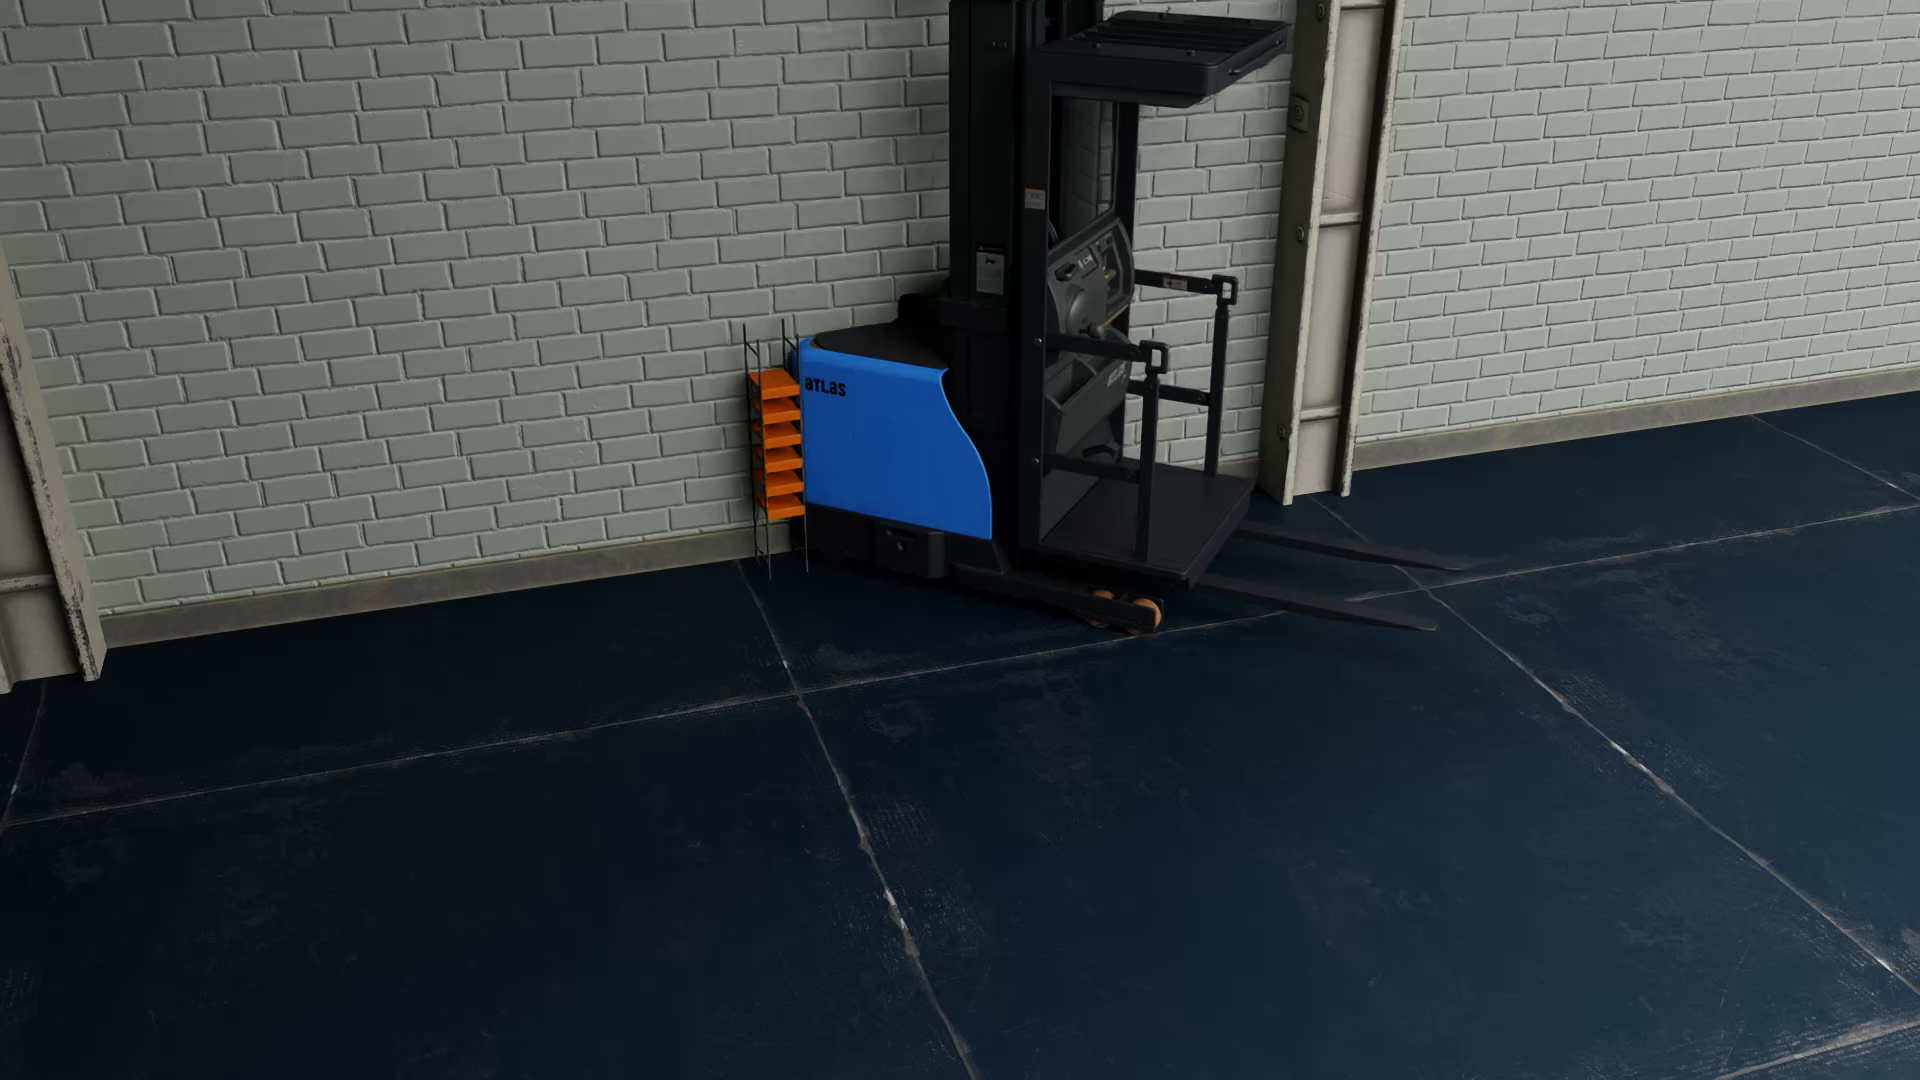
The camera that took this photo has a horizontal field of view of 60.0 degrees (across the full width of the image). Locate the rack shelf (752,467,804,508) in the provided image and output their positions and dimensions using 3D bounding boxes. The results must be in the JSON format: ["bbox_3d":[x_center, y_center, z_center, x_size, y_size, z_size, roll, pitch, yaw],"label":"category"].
[{"bbox_3d":[-0.855,-0.261,7.796,0.180,0.103,0.258,-10,28,-20],"label":"rack shelf"}]

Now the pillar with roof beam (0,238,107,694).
[{"bbox_3d":[-2.560,-1.656,1.467,0.400,9.000,9.100,-8,28,-16],"label":"pillar with roof beam"}]

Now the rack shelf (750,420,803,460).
[{"bbox_3d":[-0.853,-0.477,7.689,0.180,0.103,0.258,-10,28,-20],"label":"rack shelf"}]

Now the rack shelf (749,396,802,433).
[{"bbox_3d":[-0.852,-0.584,7.636,0.180,0.103,0.258,-10,28,-20],"label":"rack shelf"}]

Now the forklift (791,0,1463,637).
[{"bbox_3d":[0.766,-1.153,7.277,3.031,2.935,1.130,12,29,22],"label":"forklift"}]

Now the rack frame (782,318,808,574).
[{"bbox_3d":[-0.769,-0.424,7.755,0.006,1.200,0.240,-10,28,-20],"label":"rack frame"}]

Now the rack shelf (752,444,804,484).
[{"bbox_3d":[-0.854,-0.369,7.742,0.180,0.103,0.258,-10,28,-20],"label":"rack shelf"}]

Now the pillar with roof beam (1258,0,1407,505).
[{"bbox_3d":[3.145,-2.483,3.131,0.400,9.000,9.100,-8,28,-16],"label":"pillar with roof beam"}]

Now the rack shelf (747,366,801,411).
[{"bbox_3d":[-0.852,-0.692,7.583,0.180,0.103,0.258,-10,28,-20],"label":"rack shelf"}]

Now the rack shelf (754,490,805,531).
[{"bbox_3d":[-0.856,-0.154,7.849,0.180,0.103,0.258,-10,28,-20],"label":"rack shelf"}]

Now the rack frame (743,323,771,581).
[{"bbox_3d":[-0.938,-0.394,7.691,0.006,1.200,0.240,-10,28,-20],"label":"rack frame"}]

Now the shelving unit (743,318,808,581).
[{"bbox_3d":[-0.854,-0.409,7.723,0.189,1.200,0.258,-10,28,-20],"label":"shelving unit"}]
